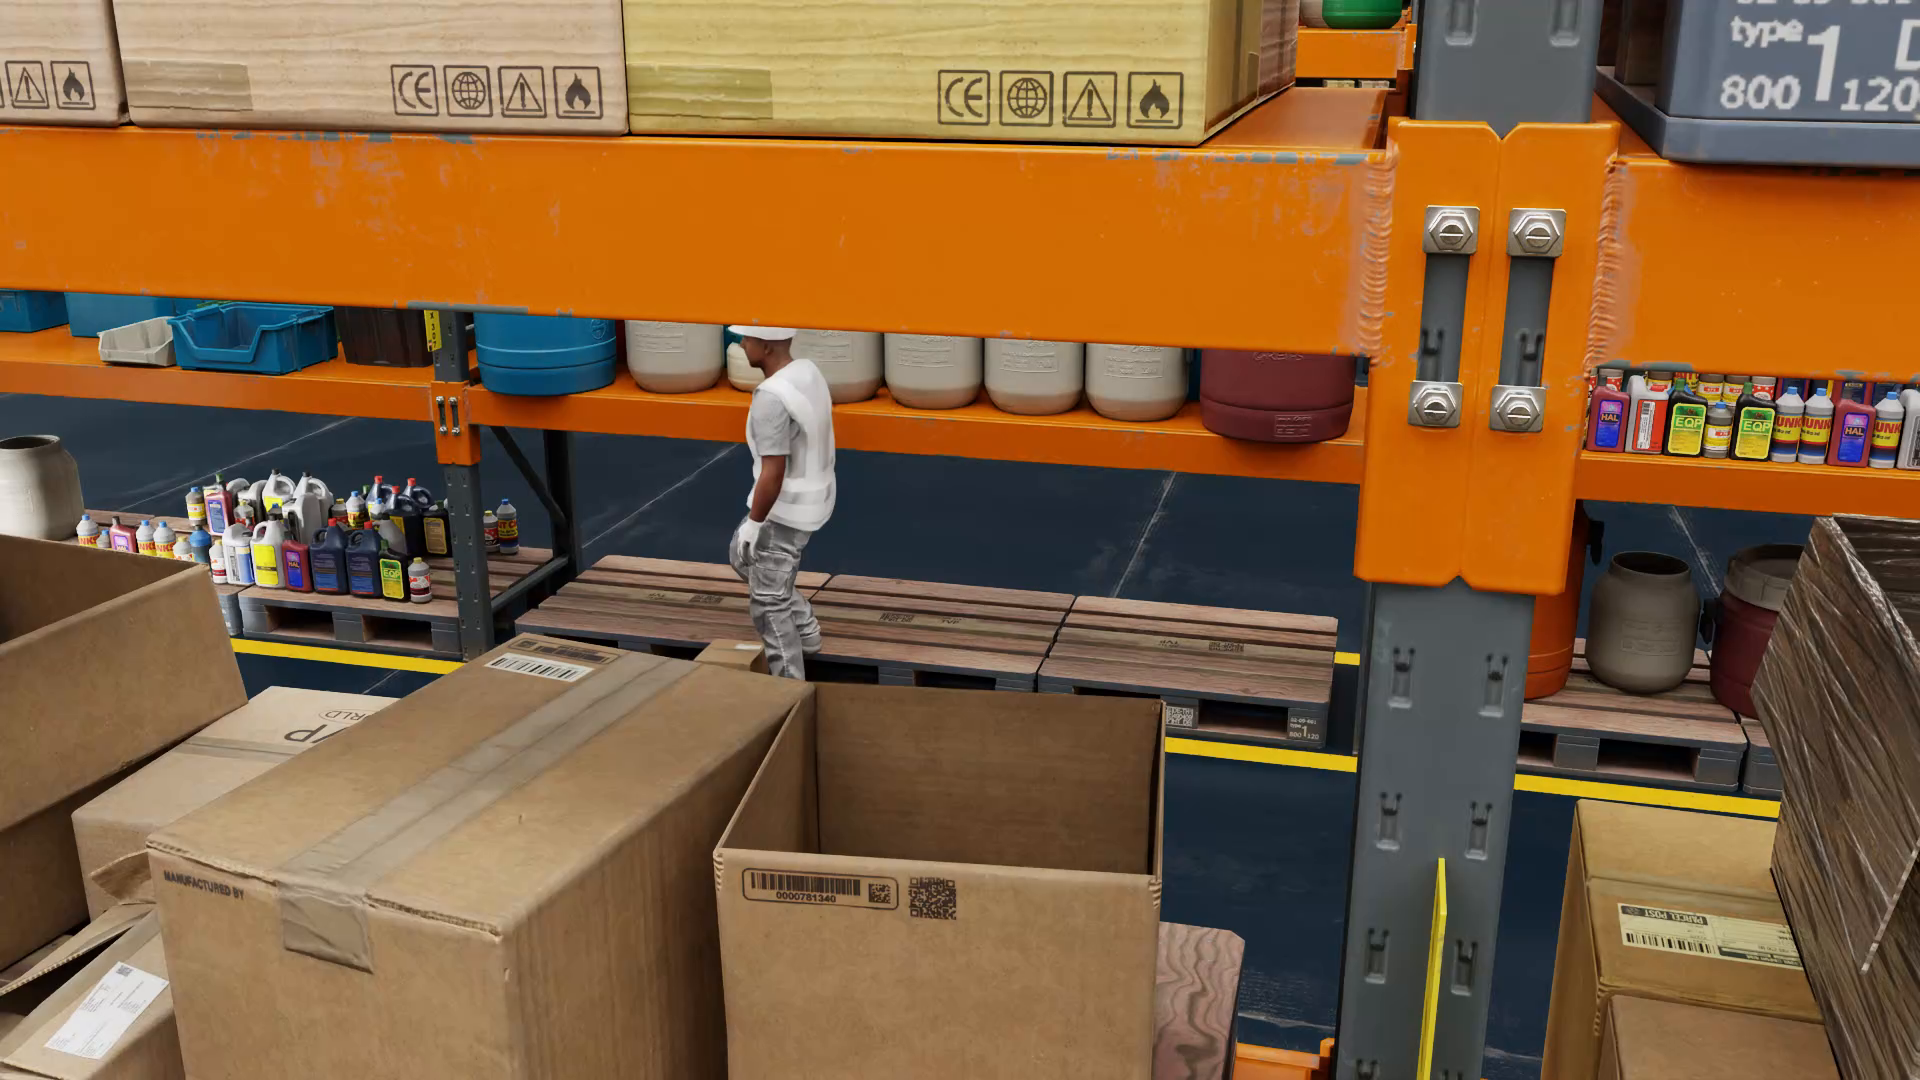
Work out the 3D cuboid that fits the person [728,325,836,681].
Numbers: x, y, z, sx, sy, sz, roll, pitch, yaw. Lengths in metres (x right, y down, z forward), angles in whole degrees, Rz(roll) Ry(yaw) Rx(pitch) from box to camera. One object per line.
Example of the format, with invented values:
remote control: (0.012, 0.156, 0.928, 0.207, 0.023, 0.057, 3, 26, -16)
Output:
person: (-0.782, -0.124, 6.905, 0.524, 1.782, 0.606, 4, 18, 12)
